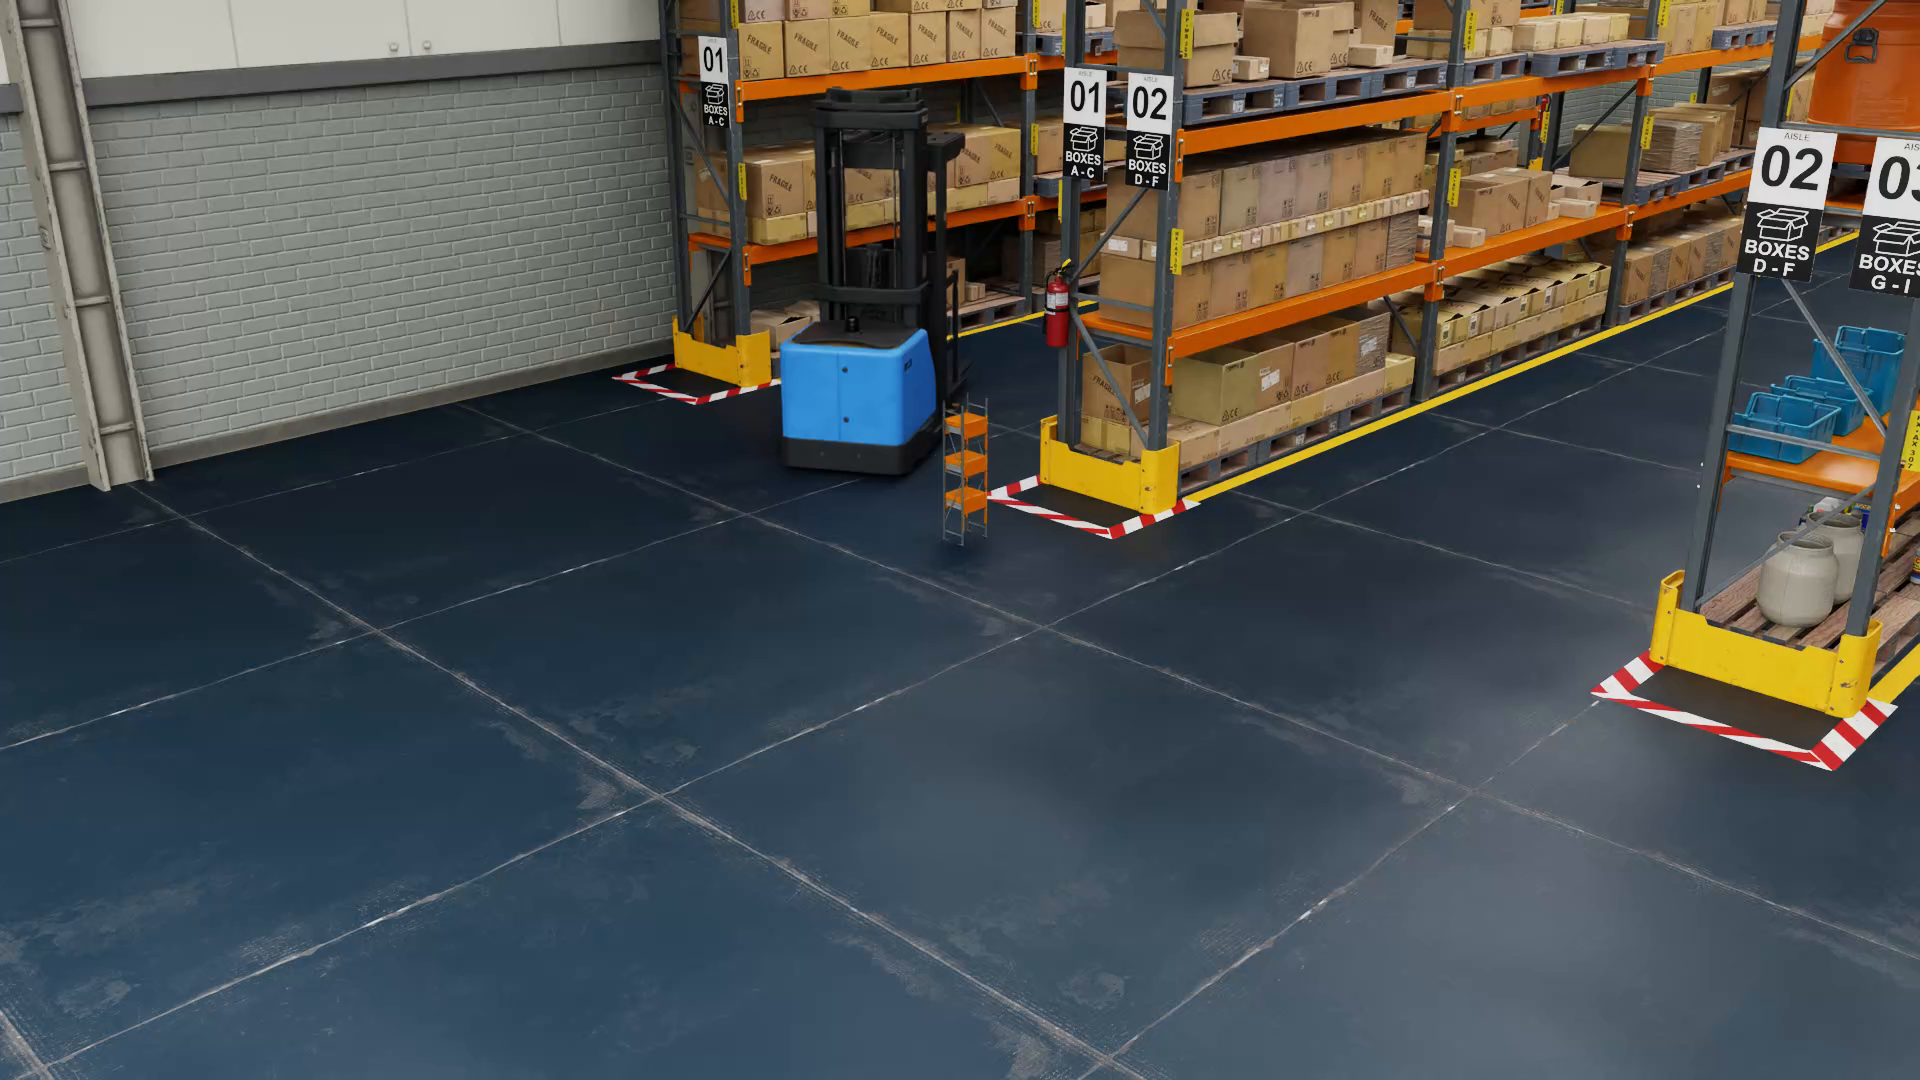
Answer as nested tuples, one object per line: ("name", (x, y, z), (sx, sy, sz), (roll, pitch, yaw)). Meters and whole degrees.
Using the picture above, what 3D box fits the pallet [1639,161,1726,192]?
("pallet", (8.101, -4.246, 19.208), (1.003, 0.211, 1.213), (19, 28, 41))

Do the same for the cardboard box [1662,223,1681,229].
("cardboard box", (8.308, -3.571, 20.056), (0.500, 0.500, 0.500), (20, 29, 41))

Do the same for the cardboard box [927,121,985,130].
("cardboard box", (-0.072, -4.266, 18.128), (0.500, 0.500, 0.500), (18, 28, 39))

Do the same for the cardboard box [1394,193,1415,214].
("cardboard box", (3.747, -2.969, 14.575), (0.380, 0.149, 0.250), (19, 28, 40))

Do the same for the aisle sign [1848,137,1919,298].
("aisle sign", (4.873, -1.659, 8.586), (0.394, 0.787, 0.004), (19, 28, 41))

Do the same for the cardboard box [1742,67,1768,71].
("cardboard box", (10.412, -5.833, 21.536), (0.500, 0.500, 0.500), (20, 28, 41))

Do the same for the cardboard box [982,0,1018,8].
("cardboard box", (0.250, -5.771, 17.167), (0.500, 0.500, 0.500), (16, 26, 36))

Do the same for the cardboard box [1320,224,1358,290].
("cardboard box", (2.936, -2.472, 14.186), (0.500, 0.500, 0.700), (-20, 28, -41))

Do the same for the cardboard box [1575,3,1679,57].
("cardboard box", (7.028, -5.402, 17.627), (0.910, 0.500, 0.500), (19, 28, 41))

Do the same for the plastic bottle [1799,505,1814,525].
("plastic bottle", (5.749, -0.091, 11.304), (0.133, 0.283, 0.061), (-19, 28, -41))

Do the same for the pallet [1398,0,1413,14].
("pallet", (6.564, -7.668, 23.786), (1.003, 0.211, 1.213), (19, 28, 41))

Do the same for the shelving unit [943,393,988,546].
("shelving unit", (0.037, -0.504, 11.922), (0.215, 1.050, 0.252), (19, 28, 41))

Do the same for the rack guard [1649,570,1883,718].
("rack guard", (4.732, 0.598, 9.821), (1.175, 0.500, 0.348), (19, 28, 41))

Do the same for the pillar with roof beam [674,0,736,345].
("pillar with roof beam", (0.568, -5.136, 12.894), (9.100, 9.000, 0.400), (19, 28, 41))

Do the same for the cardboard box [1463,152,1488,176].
("cardboard box", (7.661, -5.696, 25.612), (0.700, 0.500, 0.500), (18, 27, 39))

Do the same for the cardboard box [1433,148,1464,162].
("cardboard box", (7.315, -5.777, 24.918), (0.380, 0.149, 0.250), (18, 28, 39))

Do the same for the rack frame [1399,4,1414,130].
("rack frame", (5.986, -6.101, 23.768), (1.000, 3.000, 0.127), (19, 28, 41))

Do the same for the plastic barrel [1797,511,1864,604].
("plastic barrel", (5.467, 0.111, 10.488), (0.421, 0.512, 0.421), (0, 21, 0))

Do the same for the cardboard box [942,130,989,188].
("cardboard box", (-0.047, -4.006, 17.451), (0.500, 0.500, 0.500), (19, 28, 40))

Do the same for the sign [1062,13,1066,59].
("sign", (0.788, -3.694, 12.199), (0.100, 0.325, 0.005), (19, 28, 41))

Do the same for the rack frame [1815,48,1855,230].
("rack frame", (12.328, -5.891, 23.220), (1.000, 3.000, 0.127), (19, 28, 41))

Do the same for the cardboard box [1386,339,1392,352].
("cardboard box", (4.039, -1.898, 16.079), (0.500, 0.250, 0.500), (19, 28, 40))

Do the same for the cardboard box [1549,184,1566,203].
("cardboard box", (5.985, -3.611, 17.414), (0.500, 0.311, 0.500), (19, 28, 40))

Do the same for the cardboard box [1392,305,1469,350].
("cardboard box", (4.424, -2.024, 15.626), (0.500, 0.311, 0.500), (19, 28, 41))

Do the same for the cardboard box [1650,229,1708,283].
("cardboard box", (8.345, -3.318, 19.396), (0.500, 0.500, 0.500), (18, 27, 39))

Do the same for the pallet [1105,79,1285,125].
("pallet", (1.679, -3.312, 12.453), (1.003, 0.211, 1.213), (19, 28, 41))

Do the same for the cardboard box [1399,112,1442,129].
("cardboard box", (6.376, -6.377, 24.066), (0.700, 0.700, 0.980), (-20, 28, -41))

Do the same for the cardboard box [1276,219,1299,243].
("cardboard box", (2.492, -2.506, 13.370), (0.380, 0.149, 0.250), (19, 28, 40))

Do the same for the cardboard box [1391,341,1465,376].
("cardboard box", (4.416, -1.760, 15.721), (0.500, 0.250, 0.500), (18, 28, 39))

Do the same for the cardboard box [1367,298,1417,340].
("cardboard box", (4.034, -2.156, 15.969), (0.500, 0.311, 0.500), (19, 28, 41))

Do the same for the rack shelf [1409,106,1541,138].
("rack shelf", (7.381, -6.280, 25.235), (1.077, 0.370, 4.000), (19, 28, 41))

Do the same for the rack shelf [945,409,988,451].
("rack shelf", (0.037, -0.759, 11.824), (0.215, 0.259, 0.240), (19, 28, 41))

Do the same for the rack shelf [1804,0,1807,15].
("rack shelf", (6.108, -3.329, 9.754), (1.077, 0.370, 4.000), (19, 28, 41))

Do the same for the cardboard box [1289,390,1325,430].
("cardboard box", (2.748, -1.158, 14.153), (0.500, 0.250, 0.500), (19, 28, 41))

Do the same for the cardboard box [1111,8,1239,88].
("cardboard box", (1.571, -3.634, 12.244), (0.637, 0.503, 0.797), (-18, 27, -38))

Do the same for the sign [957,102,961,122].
("sign", (0.005, -4.723, 18.569), (0.100, 0.325, 0.005), (19, 28, 41))

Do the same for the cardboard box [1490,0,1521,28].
("cardboard box", (4.796, -4.983, 15.256), (0.500, 0.500, 0.500), (-17, 27, -37))

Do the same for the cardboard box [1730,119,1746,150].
("cardboard box", (9.703, -5.102, 21.028), (0.500, 0.500, 0.500), (-20, 28, -41))

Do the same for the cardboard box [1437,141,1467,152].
("cardboard box", (7.599, -6.079, 25.703), (0.250, 0.149, 0.380), (-20, 28, -41))

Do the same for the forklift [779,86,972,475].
("forklift", (-0.585, -2.382, 14.186), (1.130, 2.935, 3.031), (5, 22, 13))

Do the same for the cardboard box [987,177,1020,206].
("cardboard box", (0.292, -3.787, 17.927), (0.500, 0.250, 0.500), (19, 28, 41))

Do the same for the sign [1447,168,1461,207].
("sign", (4.356, -3.109, 14.665), (0.100, 0.325, 0.005), (19, 28, 41))

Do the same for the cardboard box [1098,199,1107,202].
("cardboard box", (1.933, -3.999, 20.125), (0.500, 0.250, 0.500), (19, 28, 40))

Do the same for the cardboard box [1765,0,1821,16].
("cardboard box", (10.055, -6.489, 20.107), (0.500, 0.250, 0.500), (19, 28, 41))

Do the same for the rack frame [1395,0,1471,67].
("rack frame", (3.957, -5.606, 14.118), (1.000, 3.000, 0.127), (19, 28, 41))

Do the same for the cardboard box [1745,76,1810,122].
("cardboard box", (10.068, -5.427, 20.479), (0.500, 0.500, 0.500), (-19, 28, -41))

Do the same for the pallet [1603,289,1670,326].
("pallet", (7.296, -2.715, 18.845), (1.003, 0.211, 1.213), (19, 28, 41))

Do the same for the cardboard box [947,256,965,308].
("cardboard box", (-0.290, -2.807, 18.067), (0.500, 0.500, 0.500), (17, 27, 37))

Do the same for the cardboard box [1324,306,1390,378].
("cardboard box", (3.433, -1.769, 14.699), (0.500, 0.500, 0.500), (19, 28, 41))

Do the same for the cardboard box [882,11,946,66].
("cardboard box", (-0.491, -5.031, 16.634), (0.500, 0.500, 0.500), (18, 27, 39))

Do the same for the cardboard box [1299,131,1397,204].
("cardboard box", (3.301, -3.213, 14.304), (0.700, 0.500, 0.500), (19, 28, 41))

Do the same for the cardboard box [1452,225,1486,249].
("cardboard box", (4.722, -2.866, 15.699), (0.380, 0.149, 0.250), (19, 28, 41))

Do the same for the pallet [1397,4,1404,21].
("pallet", (5.382, -7.164, 22.619), (0.805, 0.209, 1.217), (18, 27, 39))
